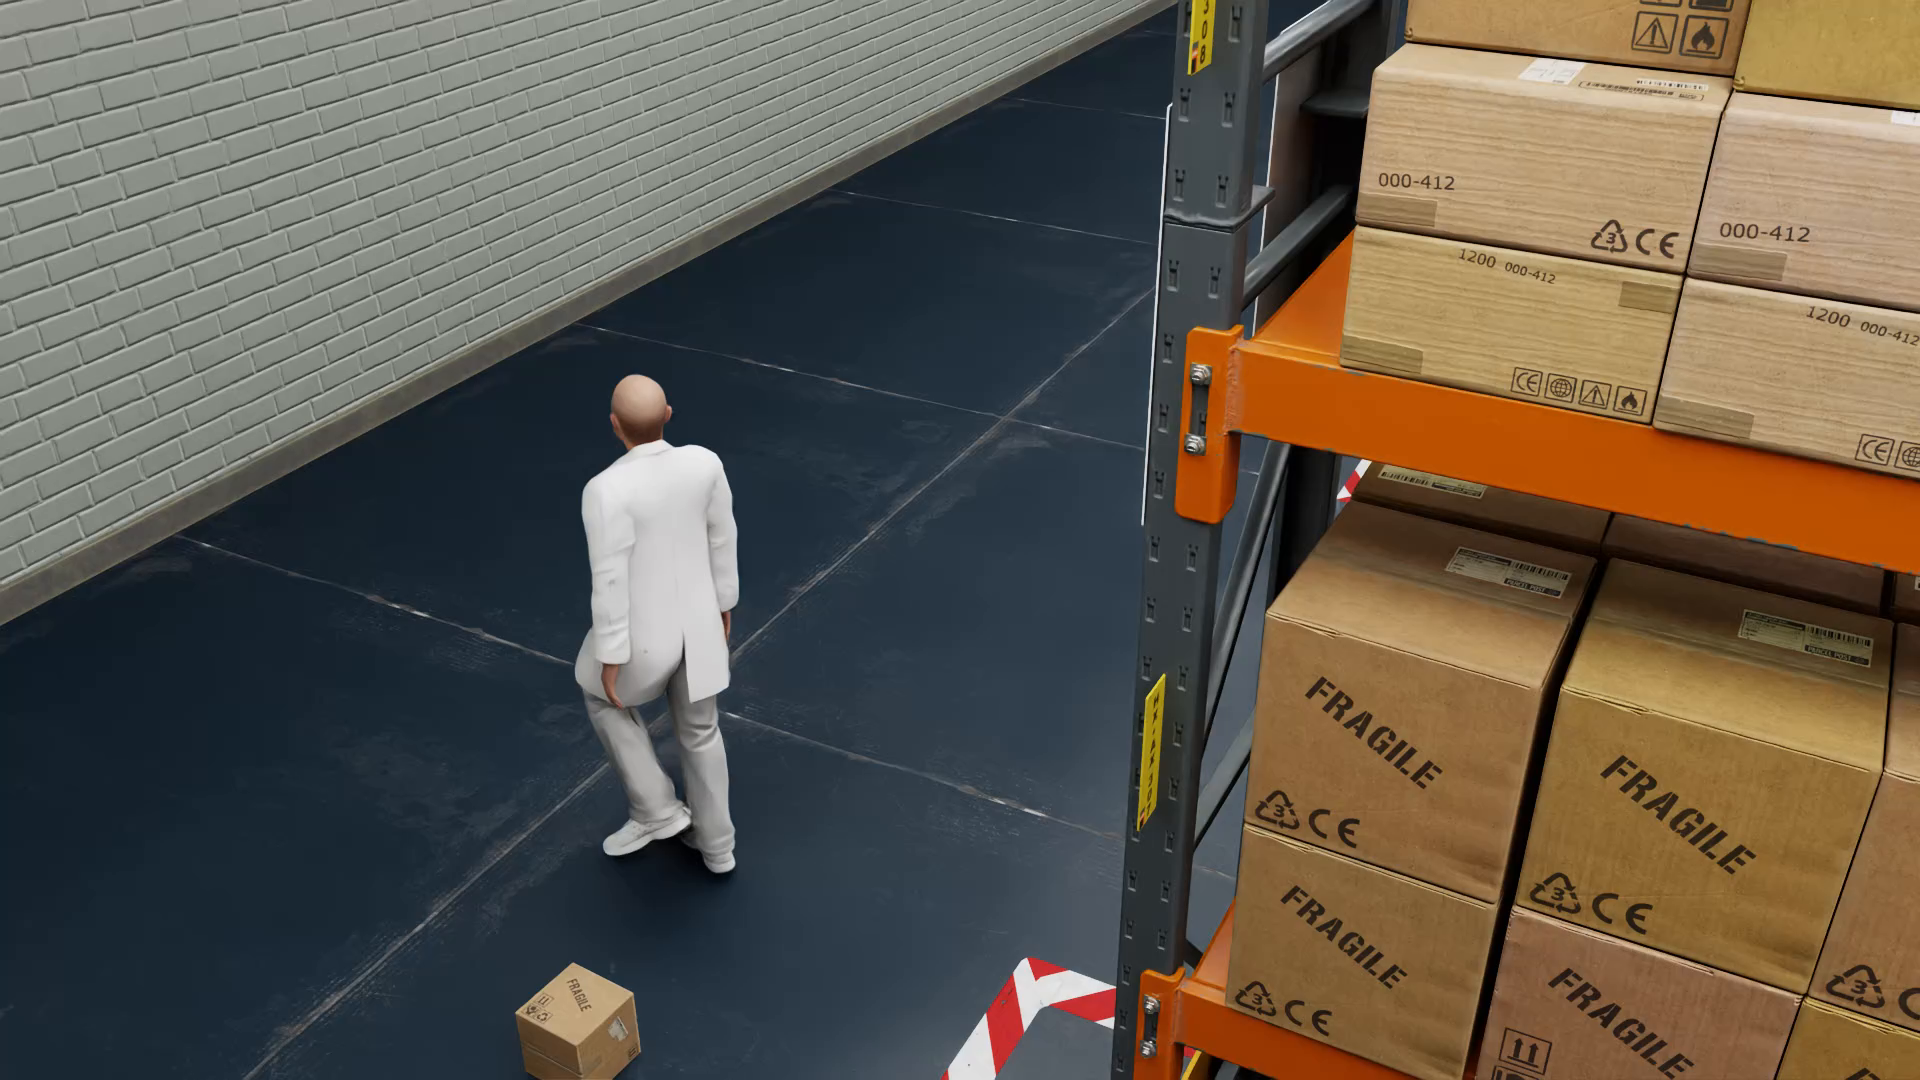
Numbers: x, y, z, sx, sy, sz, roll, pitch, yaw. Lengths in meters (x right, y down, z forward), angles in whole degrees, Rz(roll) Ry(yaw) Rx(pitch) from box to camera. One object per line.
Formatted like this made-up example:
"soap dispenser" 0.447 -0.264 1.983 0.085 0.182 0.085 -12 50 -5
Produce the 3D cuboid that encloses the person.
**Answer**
"person" -1.025 0.291 5.661 0.604 1.822 0.676 -19 35 -30
